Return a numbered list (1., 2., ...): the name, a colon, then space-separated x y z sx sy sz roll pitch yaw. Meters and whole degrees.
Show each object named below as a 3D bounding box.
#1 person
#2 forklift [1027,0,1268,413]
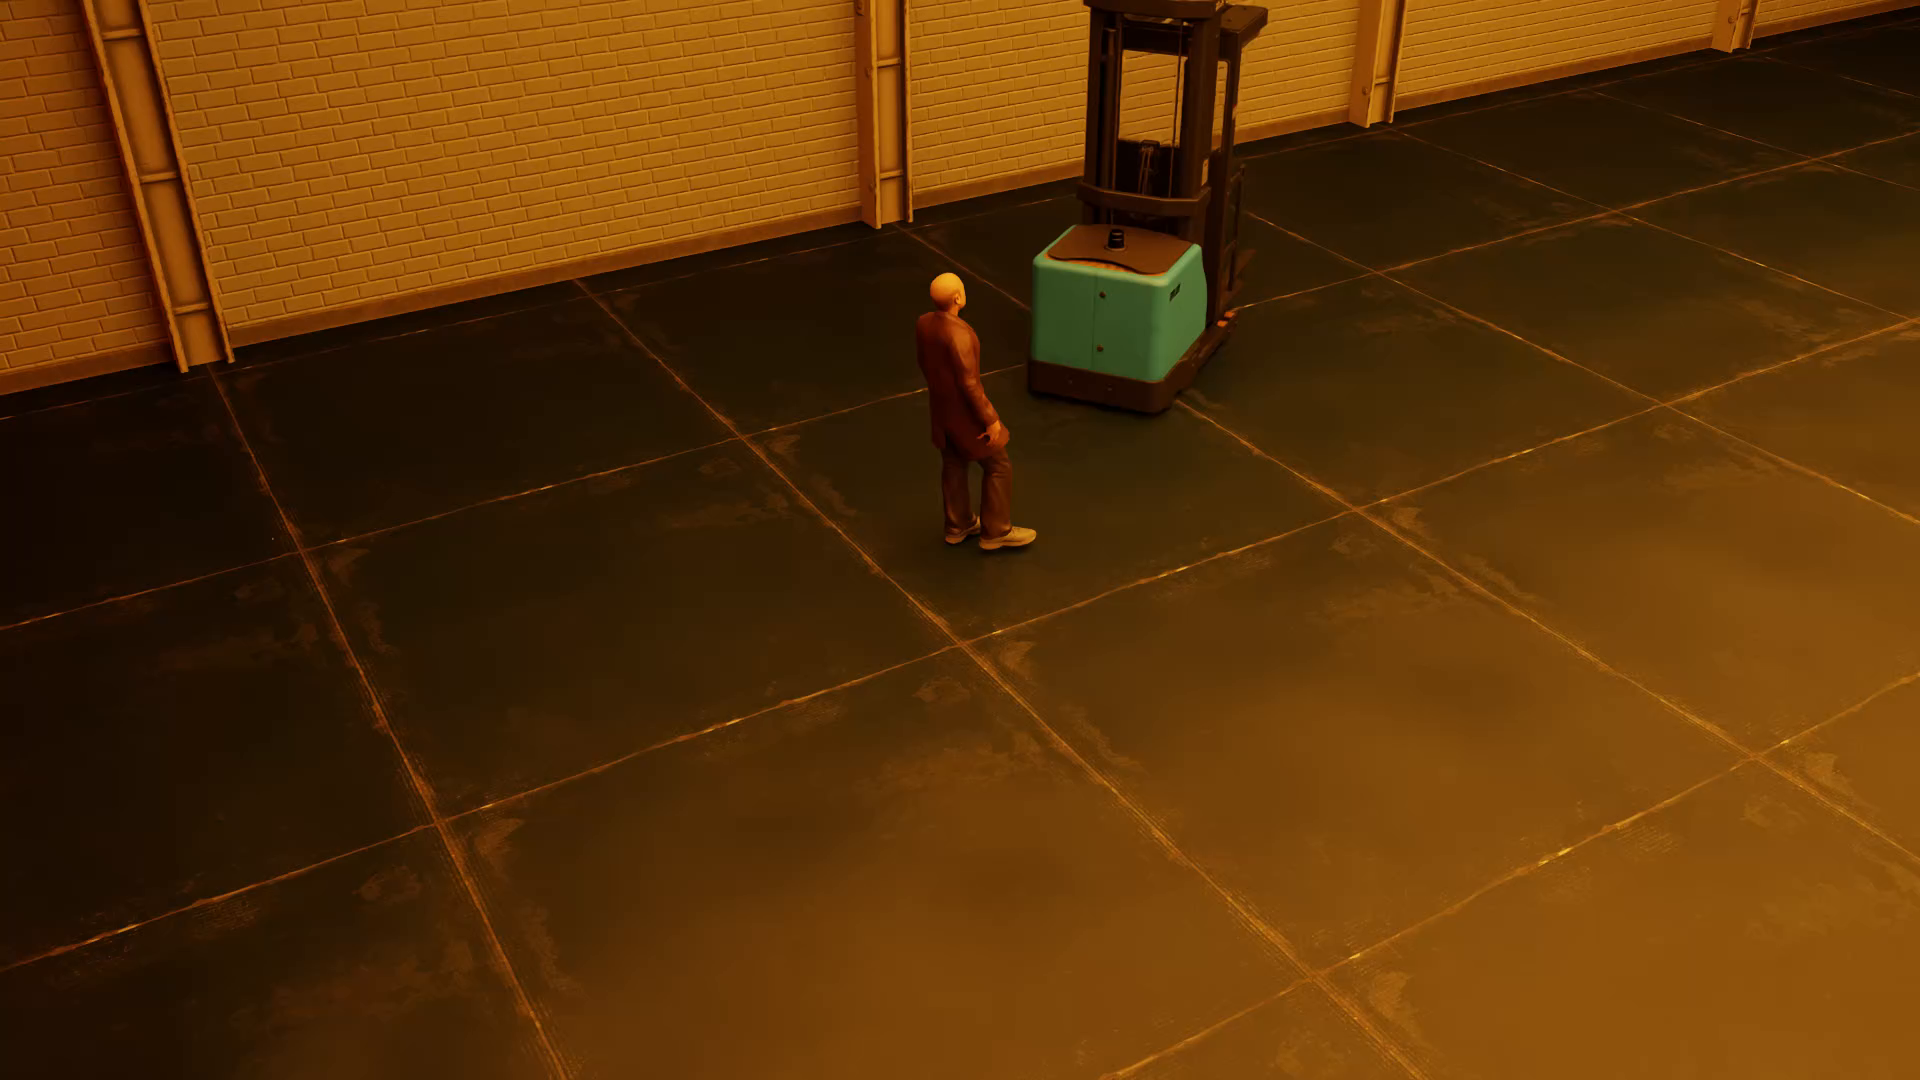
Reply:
1. person: 0.081 -0.786 10.081 0.580 1.764 0.698 -17 35 -26
2. forklift: 1.576 -2.905 12.498 1.130 2.935 3.031 13 33 21
